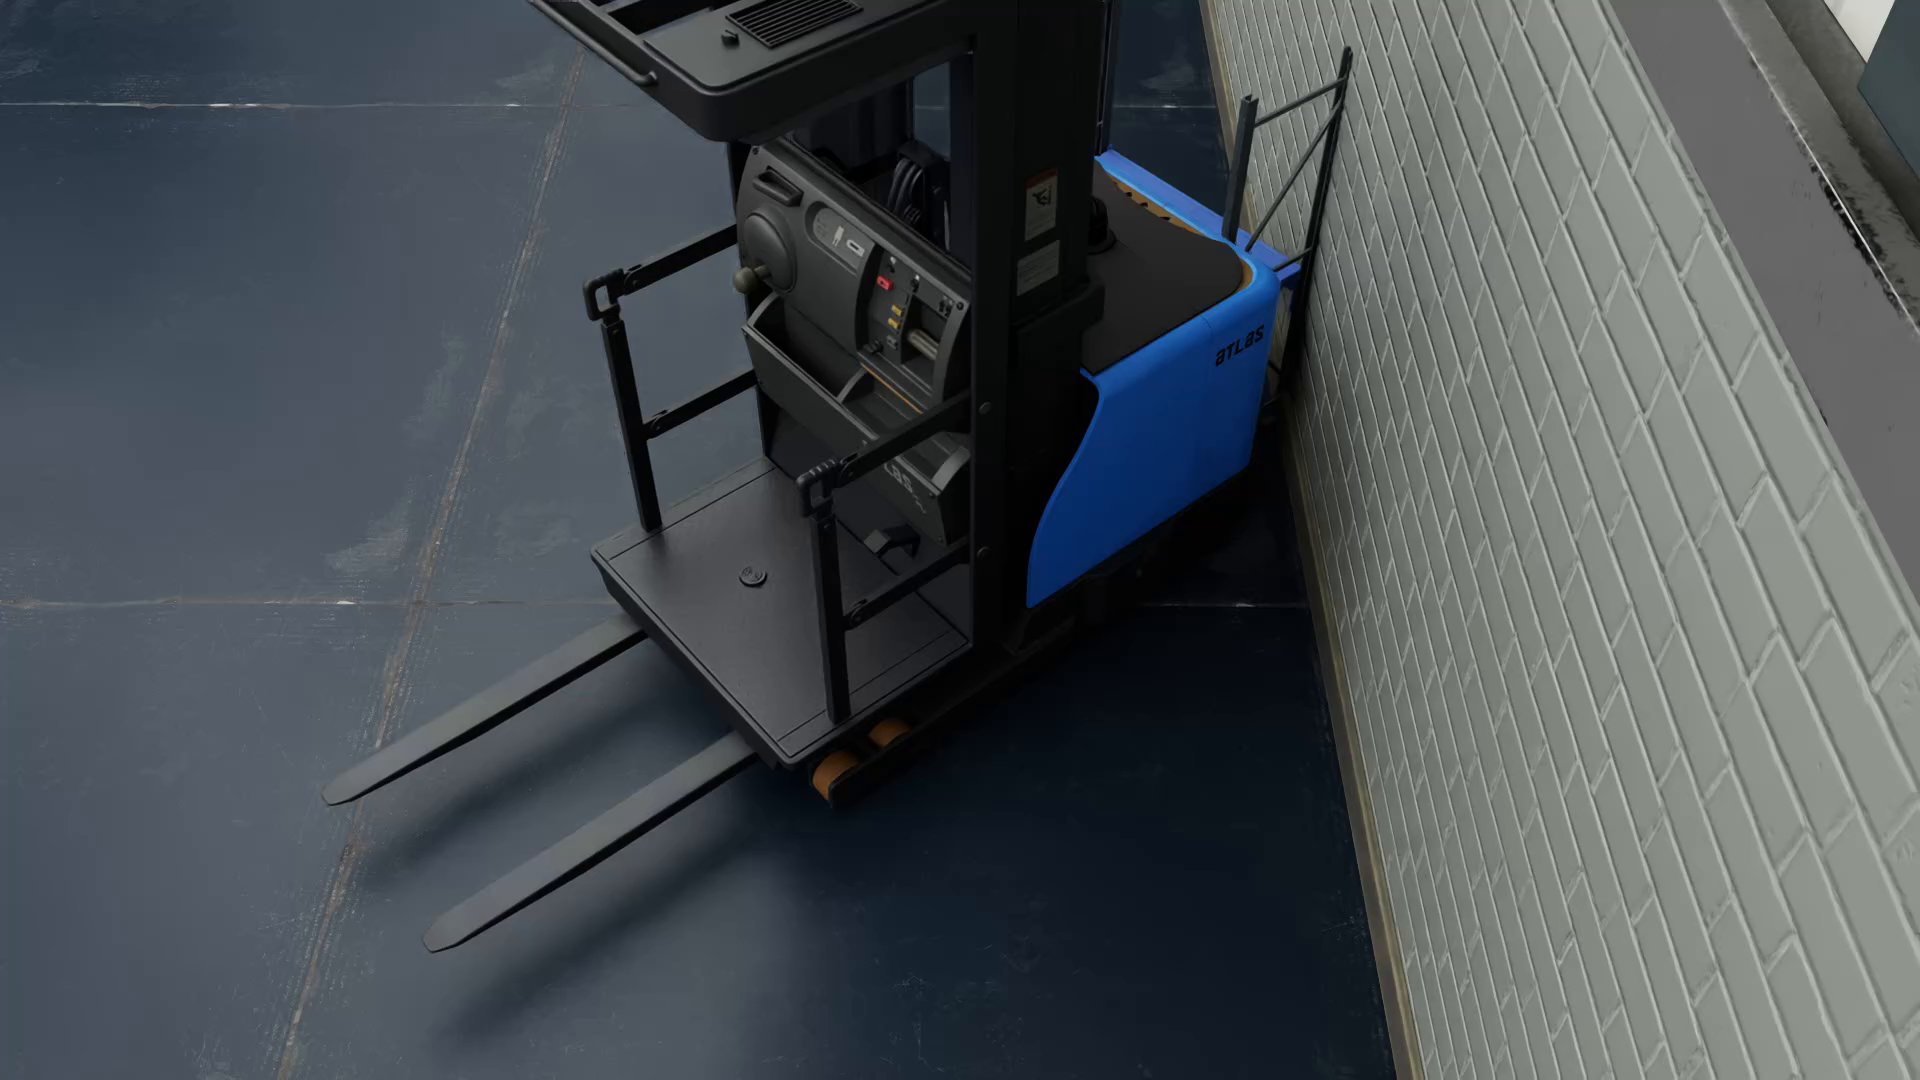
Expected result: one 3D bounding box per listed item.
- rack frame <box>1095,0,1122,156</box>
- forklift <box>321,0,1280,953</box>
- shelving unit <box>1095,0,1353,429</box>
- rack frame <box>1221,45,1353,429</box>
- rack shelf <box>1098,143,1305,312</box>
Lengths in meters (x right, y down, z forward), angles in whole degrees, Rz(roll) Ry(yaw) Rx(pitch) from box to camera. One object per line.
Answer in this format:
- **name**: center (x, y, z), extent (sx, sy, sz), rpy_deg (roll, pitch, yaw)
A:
- **rack frame**: center (0.358, -1.438, 6.057), extent (0.500, 1.500, 0.032), rpy_deg (-31, 54, -27)
- **forklift**: center (-0.462, -0.647, 4.350), extent (3.031, 2.935, 1.130), rpy_deg (-32, 55, -26)
- **shelving unit**: center (0.687, -1.157, 5.789), extent (0.538, 1.500, 1.048), rpy_deg (-31, 54, -27)
- **rack frame**: center (1.015, -0.877, 5.521), extent (0.500, 1.500, 0.032), rpy_deg (-31, 54, -27)
- **rack shelf**: center (0.684, -1.032, 5.918), extent (0.538, 0.185, 1.000), rpy_deg (-31, 54, -27)
